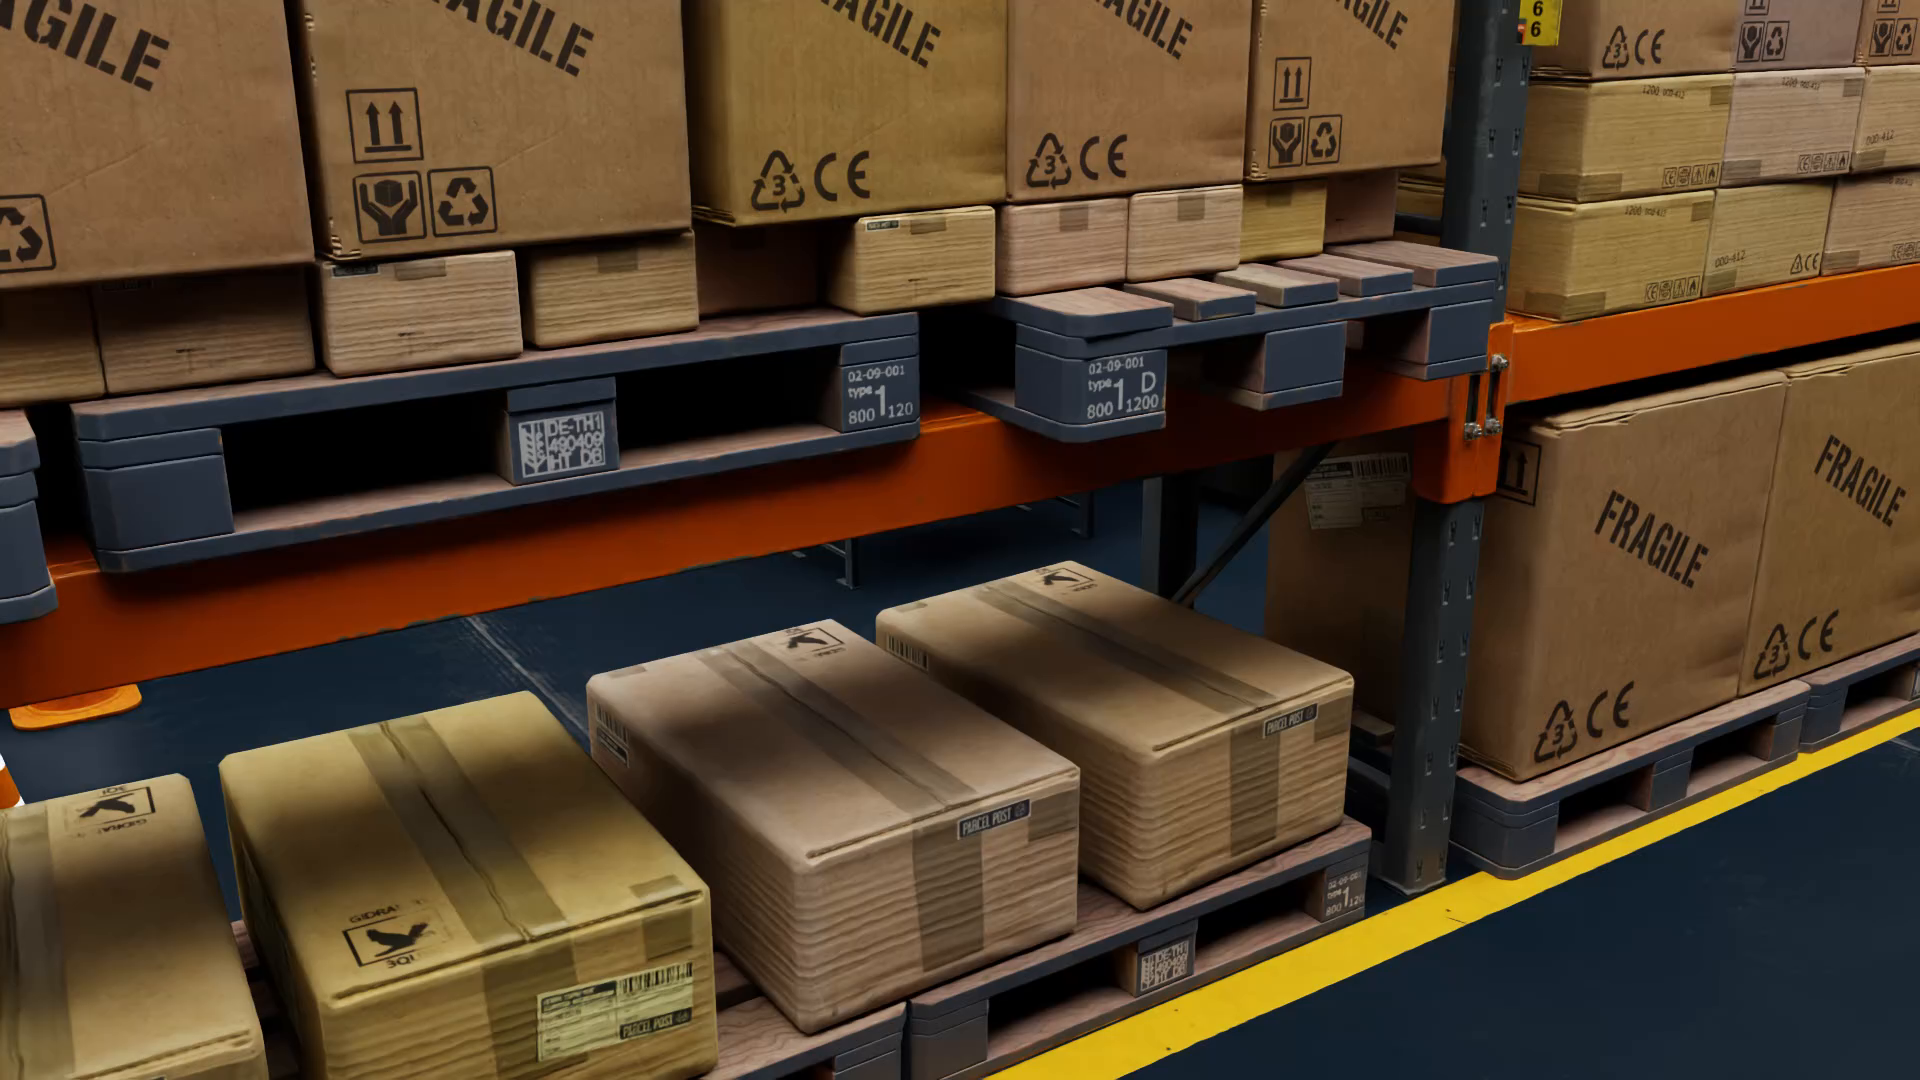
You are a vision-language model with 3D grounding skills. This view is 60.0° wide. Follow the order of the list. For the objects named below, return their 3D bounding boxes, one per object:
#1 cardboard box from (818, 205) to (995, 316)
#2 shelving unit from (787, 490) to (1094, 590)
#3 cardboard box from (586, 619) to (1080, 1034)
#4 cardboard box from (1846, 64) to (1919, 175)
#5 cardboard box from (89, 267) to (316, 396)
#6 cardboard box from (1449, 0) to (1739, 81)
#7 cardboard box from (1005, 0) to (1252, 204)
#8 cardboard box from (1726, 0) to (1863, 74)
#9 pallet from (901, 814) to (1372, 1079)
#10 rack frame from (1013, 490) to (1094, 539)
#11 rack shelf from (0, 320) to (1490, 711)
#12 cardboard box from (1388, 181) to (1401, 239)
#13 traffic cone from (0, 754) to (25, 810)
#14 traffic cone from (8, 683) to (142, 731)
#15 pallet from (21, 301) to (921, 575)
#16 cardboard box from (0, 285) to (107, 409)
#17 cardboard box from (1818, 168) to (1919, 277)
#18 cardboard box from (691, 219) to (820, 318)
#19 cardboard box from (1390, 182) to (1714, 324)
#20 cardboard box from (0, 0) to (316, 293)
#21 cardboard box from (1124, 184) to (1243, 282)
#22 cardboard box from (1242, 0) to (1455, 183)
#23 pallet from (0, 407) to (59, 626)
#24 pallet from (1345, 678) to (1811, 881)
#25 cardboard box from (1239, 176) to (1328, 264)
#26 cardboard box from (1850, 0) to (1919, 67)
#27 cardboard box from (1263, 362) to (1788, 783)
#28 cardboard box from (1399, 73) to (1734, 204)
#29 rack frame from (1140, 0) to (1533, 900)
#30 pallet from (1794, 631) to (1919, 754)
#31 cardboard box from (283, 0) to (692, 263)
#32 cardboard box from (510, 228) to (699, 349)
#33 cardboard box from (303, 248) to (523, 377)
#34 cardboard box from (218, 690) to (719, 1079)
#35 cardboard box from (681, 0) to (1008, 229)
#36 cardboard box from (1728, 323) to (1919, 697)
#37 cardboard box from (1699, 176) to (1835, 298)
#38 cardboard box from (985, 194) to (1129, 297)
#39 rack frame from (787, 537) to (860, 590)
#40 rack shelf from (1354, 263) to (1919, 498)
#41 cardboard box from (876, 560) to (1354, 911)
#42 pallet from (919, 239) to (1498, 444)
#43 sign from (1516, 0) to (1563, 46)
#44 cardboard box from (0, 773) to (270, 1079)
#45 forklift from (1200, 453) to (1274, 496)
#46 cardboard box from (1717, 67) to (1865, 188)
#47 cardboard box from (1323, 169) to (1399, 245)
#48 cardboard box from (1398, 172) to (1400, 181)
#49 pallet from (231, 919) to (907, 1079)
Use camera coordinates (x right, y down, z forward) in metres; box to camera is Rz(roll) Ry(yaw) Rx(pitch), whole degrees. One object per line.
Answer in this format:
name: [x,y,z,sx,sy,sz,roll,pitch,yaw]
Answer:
cardboard box: [-0.148,-0.483,2.726,0.250,0.149,0.380,-11,22,-30]
shelving unit: [-0.071,-0.695,5.960,1.048,1.500,0.538,-12,22,-31]
cardboard box: [-0.286,0.534,3.429,0.625,0.372,0.950,-12,22,-32]
cardboard box: [2.218,-1.105,4.284,0.500,0.250,0.500,-12,22,-32]
cardboard box: [-1.049,-0.318,2.240,0.250,0.149,0.380,-12,22,-31]
cardboard box: [1.350,-1.284,3.640,0.500,0.500,0.500,-13,22,-33]
cardboard box: [0.151,-0.880,2.887,0.500,0.500,0.500,-12,22,-32]
cardboard box: [1.759,-1.373,3.907,0.500,0.500,0.500,-12,22,-31]
pallet: [0.150,0.717,3.794,1.213,0.211,1.003,-12,22,-31]
rack frame: [0.353,-0.785,6.225,0.032,1.500,0.500,-12,22,-31]
rack shelf: [-0.867,-0.048,2.826,4.000,0.370,1.077,-12,22,-31]
cardboard box: [1.083,-0.829,4.246,0.500,0.250,0.500,-13,23,-33]
traffic cone: [-2.272,0.572,3.829,0.334,0.463,0.336,-12,22,-31]
traffic cone: [-2.579,0.254,4.771,0.334,0.463,0.336,-12,22,-31]
pallet: [-0.827,-0.291,2.720,1.213,0.211,1.003,-12,22,-31]
cardboard box: [-1.256,-0.275,2.112,0.250,0.149,0.380,-12,22,-31]
cardboard box: [2.211,-0.875,4.383,0.500,0.250,0.500,-11,22,-30]
cardboard box: [-0.427,-0.472,2.695,0.250,0.149,0.380,-12,22,-31]
cardboard box: [1.351,-0.689,3.833,0.500,0.250,0.500,-12,22,-32]
cardboard box: [-1.150,-0.601,2.064,0.500,0.500,0.500,-12,22,-32]
cardboard box: [0.289,-0.577,3.006,0.250,0.149,0.380,-12,22,-32]
cardboard box: [0.577,-0.974,3.165,0.500,0.500,0.500,-13,22,-33]
pallet: [-1.819,-0.041,1.983,1.213,0.211,1.003,-12,22,-31]
pallet: [1.503,0.461,4.551,1.213,0.211,1.003,-12,22,-31]
cardboard box: [0.475,-0.634,3.172,0.250,0.149,0.380,-12,22,-31]
cardboard box: [2.199,-1.460,4.164,0.500,0.500,0.500,-11,22,-30]
cardboard box: [1.426,-0.033,4.320,0.875,0.875,0.875,-12,22,-32]
cardboard box: [1.362,-0.930,3.766,0.500,0.250,0.500,-12,22,-32]
rack frame: [0.803,-0.741,3.753,0.127,3.000,1.000,-12,22,-31]
pallet: [2.521,0.248,5.183,1.213,0.211,1.003,-12,22,-31]
cardboard box: [-0.726,-0.695,2.340,0.500,0.500,0.500,-13,23,-34]
cardboard box: [-0.591,-0.406,2.499,0.250,0.149,0.380,-13,22,-33]
cardboard box: [-0.798,-0.351,2.337,0.250,0.149,0.380,-11,22,-29]
cardboard box: [-0.922,0.666,3.039,0.625,0.372,0.950,-11,22,-30]
cardboard box: [-0.270,-0.791,2.623,0.500,0.500,0.500,-14,23,-35]
cardboard box: [2.173,-0.189,4.782,0.875,0.875,0.875,-12,22,-31]
cardboard box: [1.770,-0.784,4.115,0.500,0.250,0.500,-13,22,-33]
cardboard box: [0.075,-0.535,2.881,0.250,0.149,0.380,-13,23,-34]
rack frame: [-0.496,-0.606,5.695,0.032,1.500,0.500,-12,22,-31]
rack shelf: [2.474,-0.753,4.910,4.000,0.370,1.077,-12,22,-31]
cardboard box: [0.326,0.402,3.820,0.625,0.372,0.950,-14,23,-35]
pallet: [0.267,-0.496,3.328,1.003,0.211,1.213,-12,22,-31]
sign: [1.110,-1.109,3.156,0.005,0.325,0.100,-12,22,-31]
cardboard box: [-1.502,0.789,2.675,0.625,0.372,0.950,-10,21,-28]
forklift: [1.929,-1.921,7.350,3.031,2.935,1.130,-15,24,-38]
cardboard box: [1.795,-1.021,4.034,0.500,0.250,0.500,-11,22,-30]
cardboard box: [0.659,-0.700,3.369,0.250,0.149,0.380,-11,22,-29]
cardboard box: [1.068,-1.060,4.150,0.500,0.250,0.500,-12,22,-32]
pallet: [-0.868,0.931,3.162,1.213,0.211,1.003,-12,22,-31]
